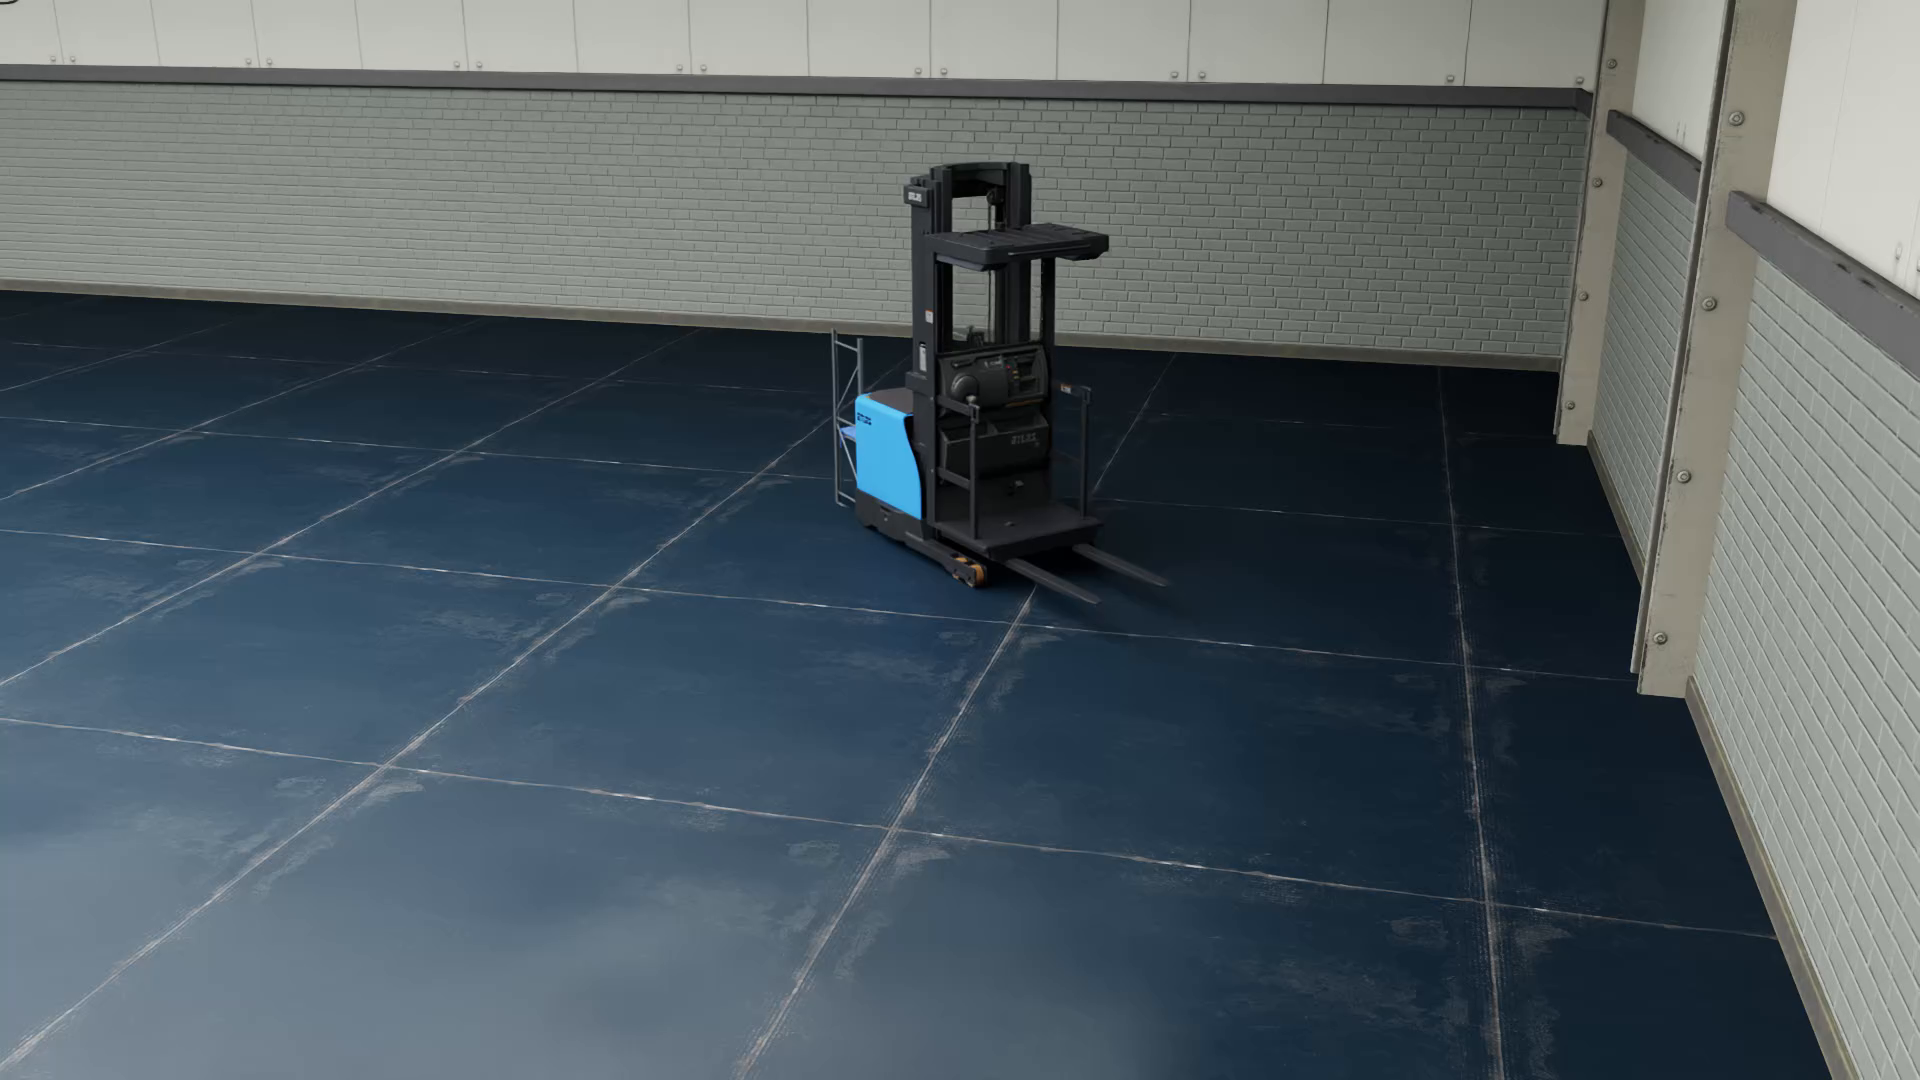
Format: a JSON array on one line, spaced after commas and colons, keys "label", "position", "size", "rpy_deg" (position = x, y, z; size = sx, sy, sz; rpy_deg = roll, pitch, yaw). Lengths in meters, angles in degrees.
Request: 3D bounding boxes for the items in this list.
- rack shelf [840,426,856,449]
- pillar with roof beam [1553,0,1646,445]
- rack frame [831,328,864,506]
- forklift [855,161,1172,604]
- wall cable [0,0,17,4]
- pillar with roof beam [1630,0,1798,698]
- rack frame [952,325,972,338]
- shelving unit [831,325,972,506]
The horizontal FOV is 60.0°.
[{"label": "rack shelf", "position": [-0.476, -0.871, 13.974], "size": [1.000, 0.185, 0.538], "rpy_deg": [-11, 22, -29]}, {"label": "pillar with roof beam", "position": [1.722, -5.570, 15.572], "size": [9.100, 9.000, 0.400], "rpy_deg": [5, 19, 13]}, {"label": "rack frame", "position": [-0.913, -0.957, 13.669], "size": [0.032, 1.500, 0.500], "rpy_deg": [-11, 22, -29]}, {"label": "forklift", "position": [0.372, -1.216, 12.212], "size": [1.130, 2.935, 3.031], "rpy_deg": [-12, 22, -31]}, {"label": "wall cable", "position": [-13.445, -9.391, 21.498], "size": [2.305, 6.003, 0.169], "rpy_deg": [5, 19, 13]}, {"label": "pillar with roof beam", "position": [0.256, -3.689, 10.066], "size": [9.100, 9.000, 0.400], "rpy_deg": [5, 19, 13]}, {"label": "rack frame", "position": [-0.040, -1.126, 14.163], "size": [0.032, 1.500, 0.500], "rpy_deg": [-11, 22, -29]}, {"label": "shelving unit", "position": [-0.476, -1.041, 13.916], "size": [1.048, 1.500, 0.538], "rpy_deg": [-11, 22, -29]}]
